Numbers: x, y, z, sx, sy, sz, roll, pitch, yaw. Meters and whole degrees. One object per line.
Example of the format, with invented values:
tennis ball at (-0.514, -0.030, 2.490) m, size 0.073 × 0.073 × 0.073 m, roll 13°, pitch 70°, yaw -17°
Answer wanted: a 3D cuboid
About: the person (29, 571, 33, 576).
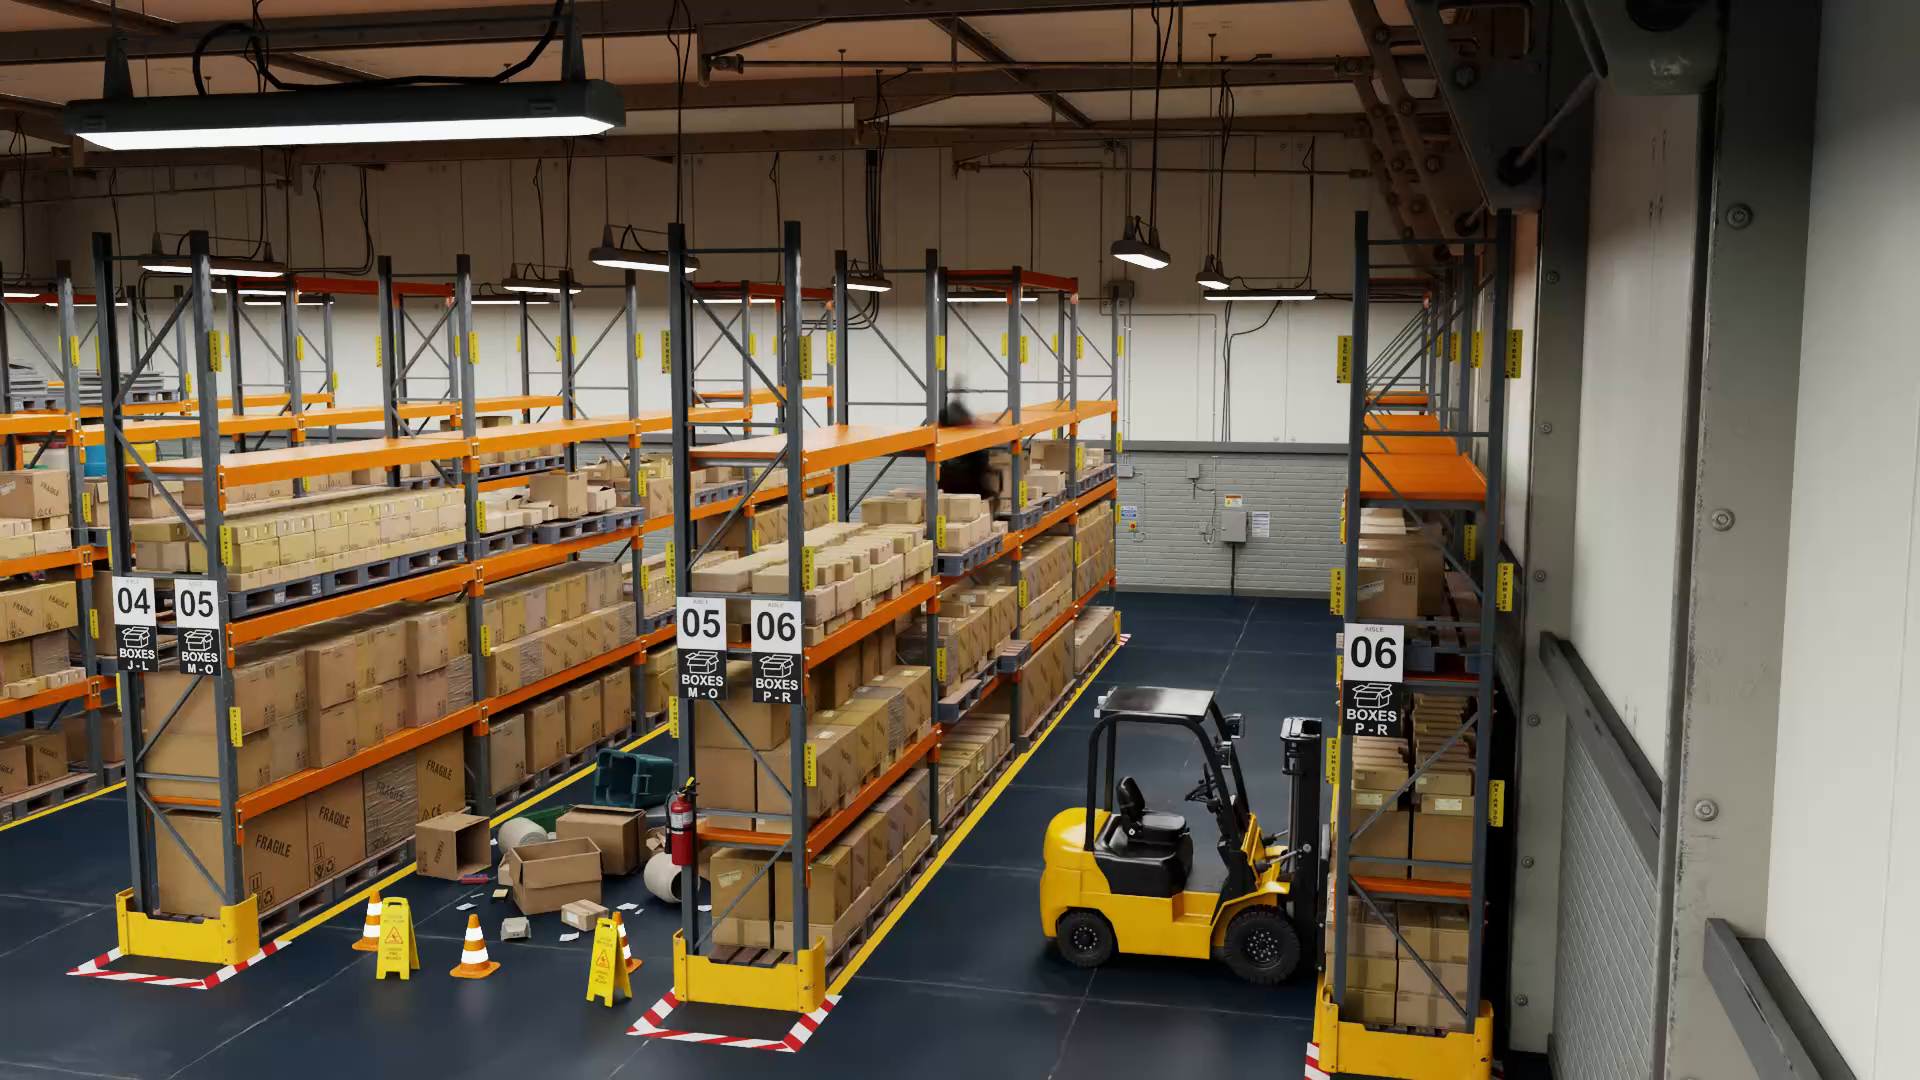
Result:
person at (-16.080, 0.820, 28.122) m, size 0.684 × 1.630 × 0.745 m, roll 0°, pitch 7°, yaw 3°
